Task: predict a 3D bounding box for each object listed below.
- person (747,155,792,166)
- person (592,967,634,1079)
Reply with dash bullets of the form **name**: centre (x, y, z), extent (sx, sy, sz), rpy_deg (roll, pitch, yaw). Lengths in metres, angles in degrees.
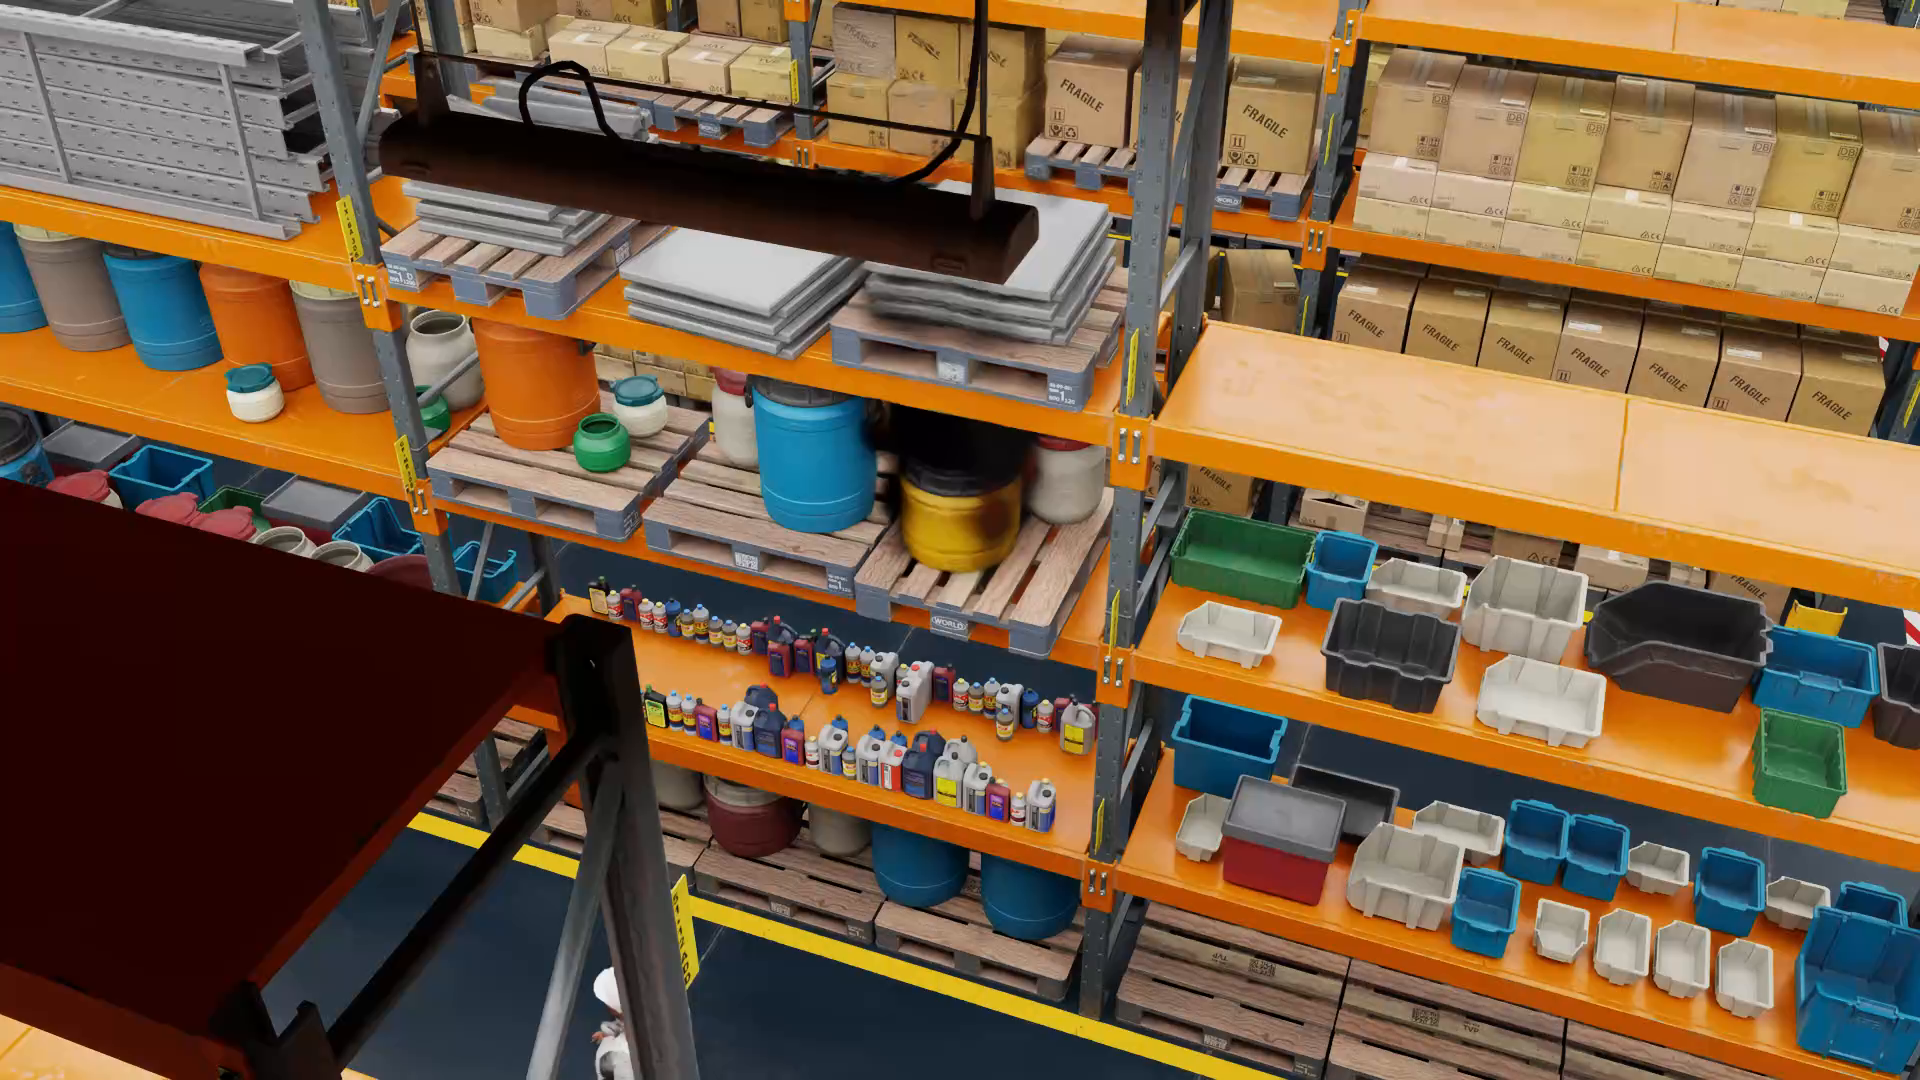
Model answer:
- **person**: centre (-1.791, -3.375, 16.549), extent (0.698, 1.717, 0.559), rpy_deg (9, 37, 12)
- **person**: centre (-1.550, 2.637, 7.895), extent (0.567, 1.773, 0.635), rpy_deg (12, 38, 15)
